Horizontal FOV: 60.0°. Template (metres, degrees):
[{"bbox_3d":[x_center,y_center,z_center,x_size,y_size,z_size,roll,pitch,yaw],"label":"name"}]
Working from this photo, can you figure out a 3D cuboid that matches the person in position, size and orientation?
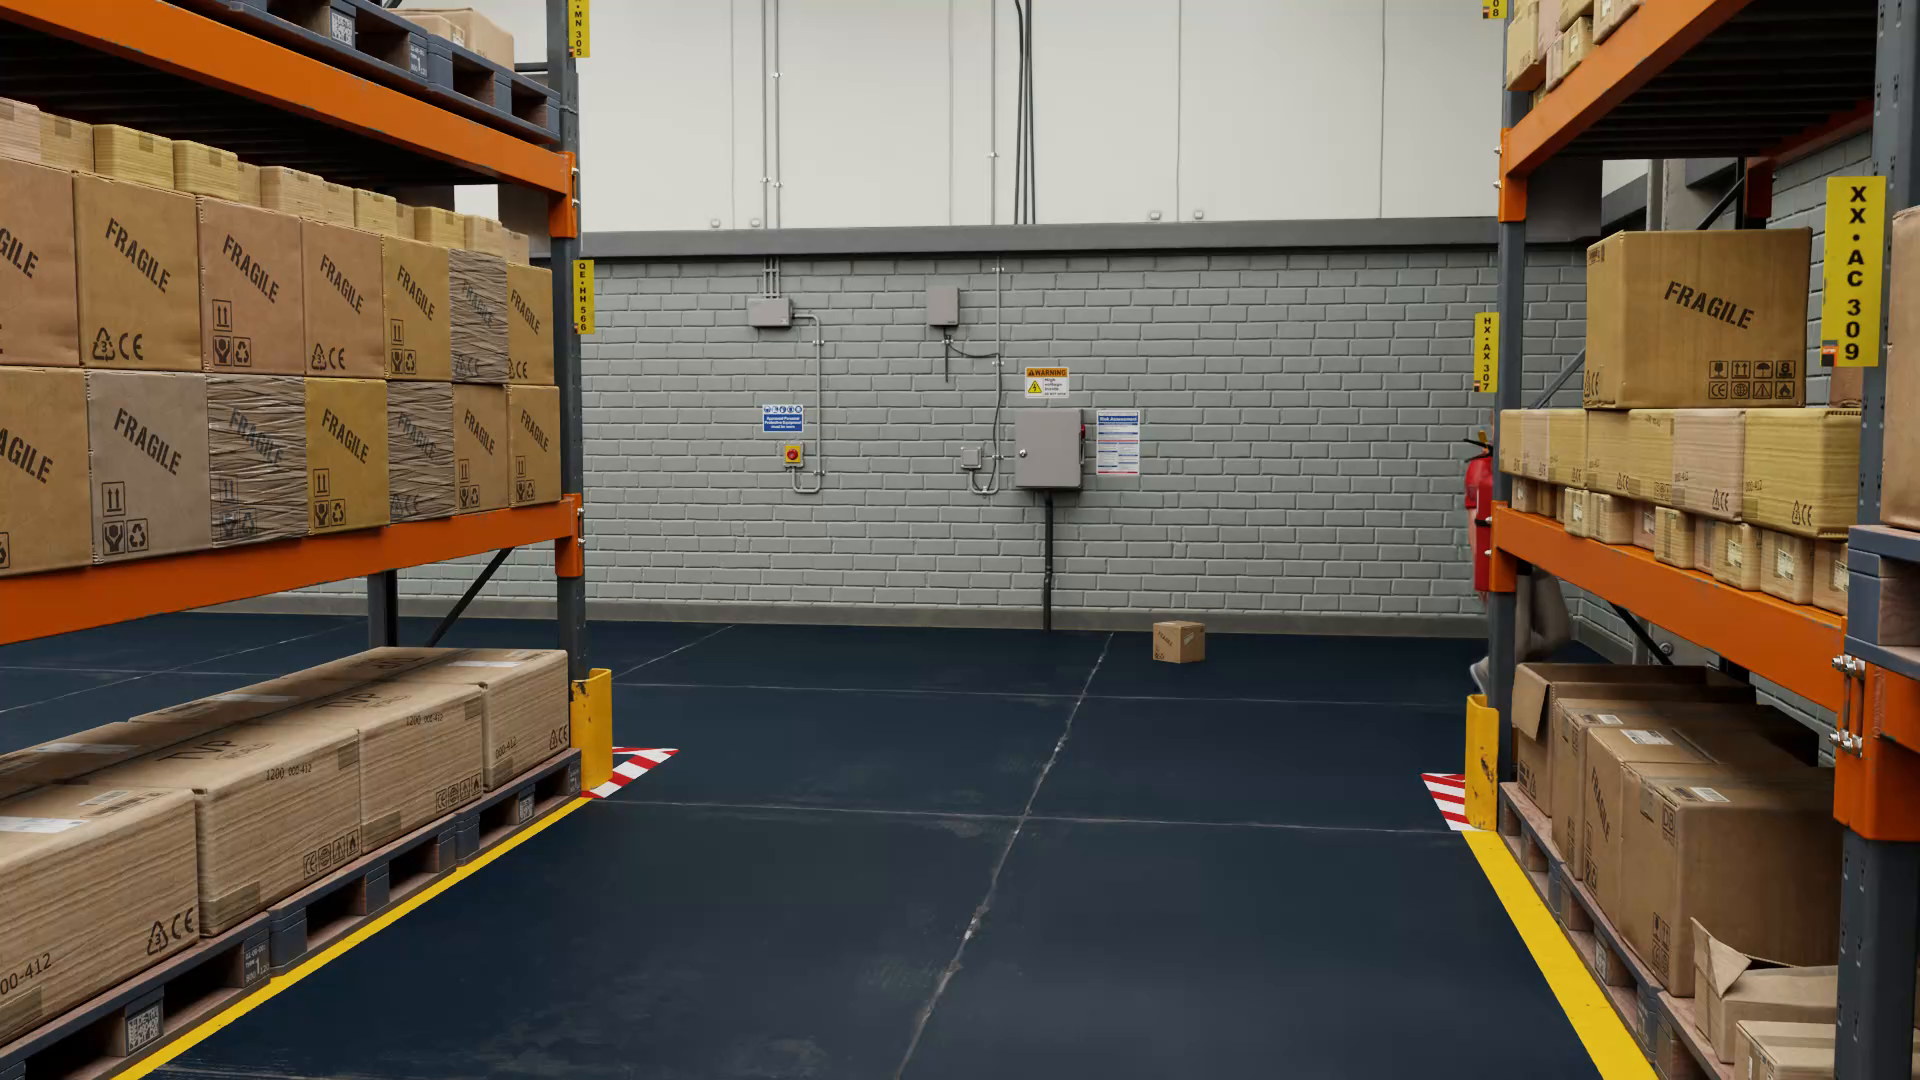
[{"bbox_3d":[2.873,0.146,8.641,0.543,1.709,0.565,-3,6,-37],"label":"person"}]
